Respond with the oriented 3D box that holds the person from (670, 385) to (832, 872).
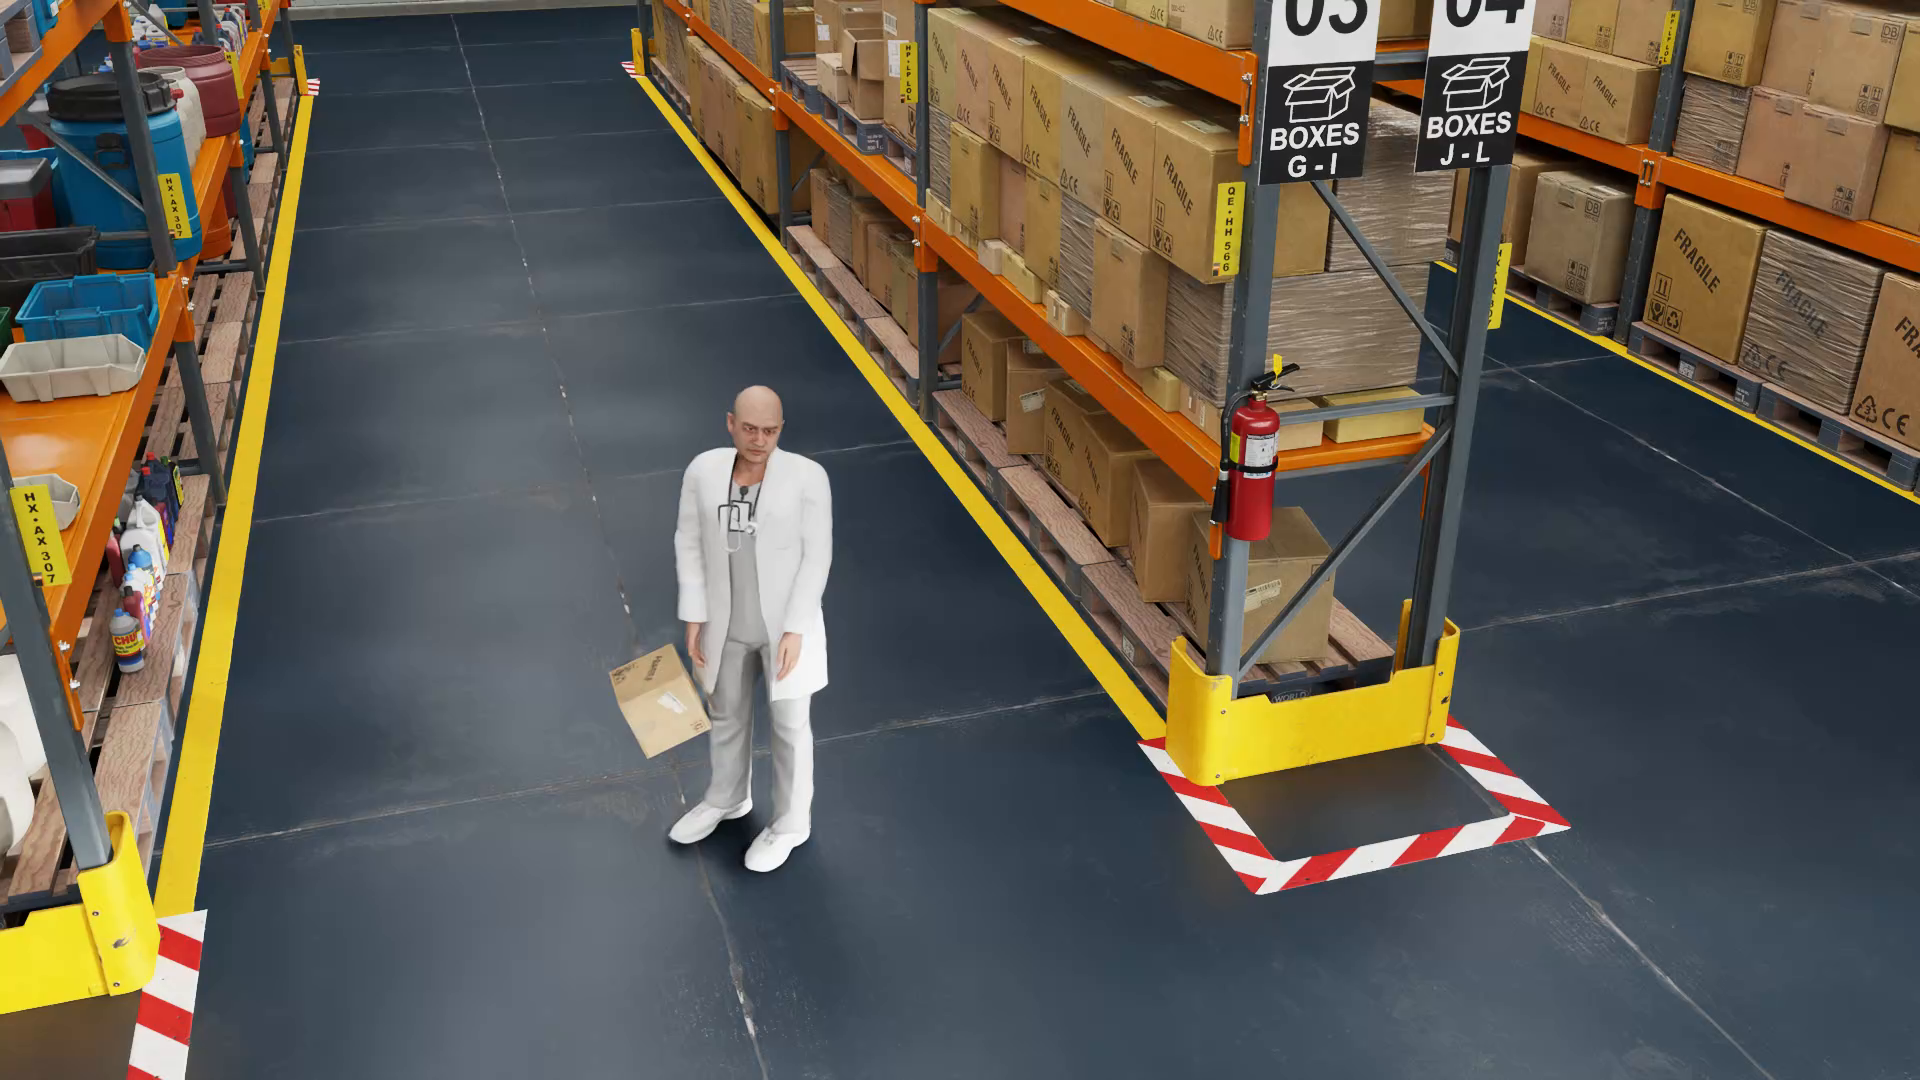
[{"bbox_3d":[-0.774,0.332,5.896,0.624,1.787,0.500,6,27,12],"label":"person"}]
